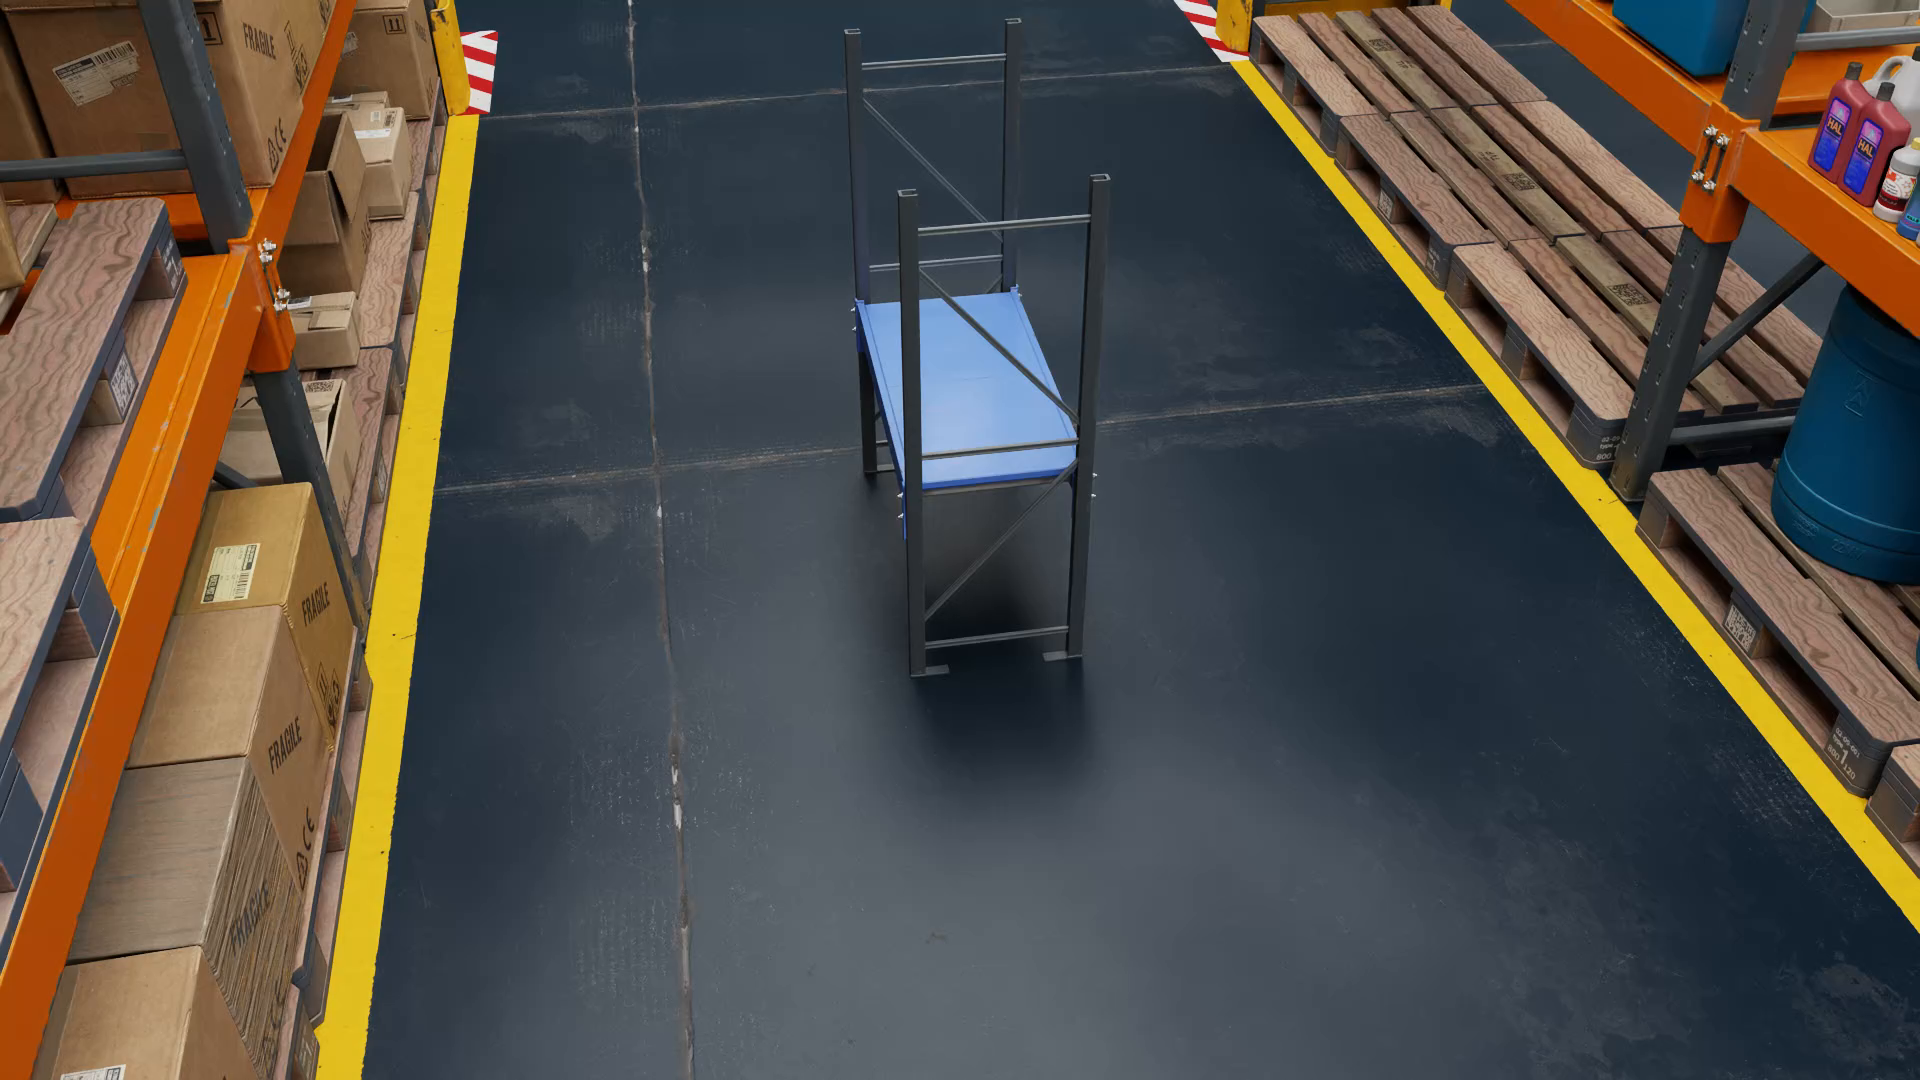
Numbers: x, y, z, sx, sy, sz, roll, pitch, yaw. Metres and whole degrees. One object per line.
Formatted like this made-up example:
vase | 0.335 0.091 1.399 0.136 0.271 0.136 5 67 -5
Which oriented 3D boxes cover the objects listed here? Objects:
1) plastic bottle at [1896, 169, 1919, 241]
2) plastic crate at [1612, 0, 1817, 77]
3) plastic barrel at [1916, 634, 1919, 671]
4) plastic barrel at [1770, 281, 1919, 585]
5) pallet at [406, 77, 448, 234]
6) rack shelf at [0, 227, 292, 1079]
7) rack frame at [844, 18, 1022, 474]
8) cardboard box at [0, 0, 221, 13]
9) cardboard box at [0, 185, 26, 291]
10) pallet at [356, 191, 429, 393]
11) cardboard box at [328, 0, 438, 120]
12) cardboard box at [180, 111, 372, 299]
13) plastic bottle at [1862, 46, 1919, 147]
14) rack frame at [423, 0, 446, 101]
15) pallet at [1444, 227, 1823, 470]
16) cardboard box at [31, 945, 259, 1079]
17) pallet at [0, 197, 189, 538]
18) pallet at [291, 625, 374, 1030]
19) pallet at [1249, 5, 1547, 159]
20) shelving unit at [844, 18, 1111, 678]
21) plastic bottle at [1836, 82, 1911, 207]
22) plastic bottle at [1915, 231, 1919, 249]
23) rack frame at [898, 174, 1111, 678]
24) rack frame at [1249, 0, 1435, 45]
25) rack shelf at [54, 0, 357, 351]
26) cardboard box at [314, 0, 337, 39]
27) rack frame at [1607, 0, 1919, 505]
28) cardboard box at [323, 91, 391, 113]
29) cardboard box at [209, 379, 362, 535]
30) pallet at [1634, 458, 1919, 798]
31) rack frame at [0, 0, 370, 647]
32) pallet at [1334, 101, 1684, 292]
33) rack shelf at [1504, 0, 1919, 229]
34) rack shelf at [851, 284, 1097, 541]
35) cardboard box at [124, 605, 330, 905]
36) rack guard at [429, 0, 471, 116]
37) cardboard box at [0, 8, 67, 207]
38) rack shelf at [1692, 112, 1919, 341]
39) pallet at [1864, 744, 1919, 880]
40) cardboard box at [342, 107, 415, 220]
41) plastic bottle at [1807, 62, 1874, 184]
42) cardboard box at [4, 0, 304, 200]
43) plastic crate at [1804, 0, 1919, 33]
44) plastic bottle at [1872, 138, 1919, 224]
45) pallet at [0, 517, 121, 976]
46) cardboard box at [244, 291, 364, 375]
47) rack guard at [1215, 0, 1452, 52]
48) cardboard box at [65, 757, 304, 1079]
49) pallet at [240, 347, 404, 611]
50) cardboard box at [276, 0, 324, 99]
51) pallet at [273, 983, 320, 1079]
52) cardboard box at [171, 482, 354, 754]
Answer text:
plastic bottle | 2.363 -0.864 4.022 0.097 0.271 0.097 0 38 0
plastic crate | 2.223 -1.652 4.896 0.392 0.384 0.575 -6 38 -8
plastic barrel | 2.843 0.032 4.132 0.600 0.901 0.708 -6 38 -8
plastic barrel | 2.719 -0.396 4.683 0.600 0.901 0.708 -6 38 -8
pallet | -2.784 -1.646 7.197 1.003 0.211 1.213 -6 38 -8
rack shelf | -1.886 0.633 2.576 1.077 0.370 4.000 -6 38 -8
rack frame | -0.074 -0.848 5.119 0.500 1.500 0.032 -6 38 -8
cardboard box | -2.043 -1.608 3.978 0.500 0.500 0.500 -5 38 -7
cardboard box | -2.374 -0.754 3.352 0.700 0.500 0.500 -19 42 -23
pallet | -2.574 -0.911 6.251 1.003 0.211 1.213 -6 38 -8
cardboard box | -2.601 -2.160 7.264 0.500 0.500 0.500 -6 38 -8
cardboard box | -2.572 -1.181 6.001 0.797 0.503 0.637 -6 38 -8
plastic bottle | 2.390 -1.098 4.259 0.144 0.351 0.185 -6 38 -8
rack frame | -2.938 -3.275 7.020 1.000 3.000 0.127 -6 38 -8
pallet | 2.473 -0.728 6.015 1.003 0.211 1.213 -6 38 -8
cardboard box | -1.611 1.131 3.028 0.500 0.500 0.500 -7 38 -9
pallet | -2.204 -0.289 3.333 1.003 0.211 1.213 -6 38 -8
pallet | -2.057 0.730 4.139 1.003 0.211 1.213 -6 38 -8
pallet | 2.045 -2.202 7.912 1.003 0.211 1.213 -6 38 -8
shelving unit | 0.015 -0.541 4.724 0.538 1.500 1.048 -6 38 -8
plastic bottle | 2.308 -0.995 4.181 0.061 0.283 0.133 -6 38 -8
plastic bottle | 2.410 -0.799 3.934 0.152 0.276 0.135 -6 38 -8
rack frame | 0.104 -0.234 4.328 0.500 1.500 0.032 -6 38 -8
rack frame | 1.939 -3.805 7.703 1.000 3.000 0.127 -6 38 -8
rack shelf | -2.588 -1.783 5.686 1.077 0.370 4.000 -6 38 -8
cardboard box | -2.237 -1.847 5.101 0.500 0.500 0.500 -6 38 -8
rack frame | 2.640 -1.389 4.593 1.000 3.000 0.127 -6 38 -8
cardboard box | -2.618 -1.773 7.039 0.380 0.166 0.250 -6 38 -8
cardboard box | -2.098 -0.248 4.957 0.500 0.311 0.500 -6 38 -8
pallet | 2.734 0.182 4.843 1.003 0.211 1.213 -6 38 -8
rack frame | -2.237 -0.859 3.911 1.000 3.000 0.127 -6 38 -8
pallet | 2.256 -1.467 6.966 1.003 0.211 1.213 -6 38 -8
rack shelf | 2.290 -2.313 6.369 1.077 0.370 4.000 -6 38 -8
rack shelf | 0.015 -0.399 4.834 0.538 0.185 1.000 -6 38 -8
cardboard box | -1.790 0.521 3.813 0.500 0.500 0.500 -6 38 -8
rack guard | -2.925 -2.242 7.728 1.175 0.500 0.348 -6 38 -8
cardboard box | -2.577 -1.173 4.233 0.500 0.500 0.500 -6 38 -7
rack shelf | 2.991 0.103 3.259 1.077 0.370 4.000 -6 38 -8
pallet | 2.952 0.921 3.893 1.003 0.211 1.213 -6 38 -8
cardboard box | -2.464 -1.484 6.598 0.500 0.250 0.500 -6 38 -8
plastic bottle | 2.284 -1.076 4.285 0.061 0.283 0.133 -6 38 -8
cardboard box | -2.058 -1.235 4.314 0.500 0.500 0.500 -5 38 -7
plastic crate | 2.699 -1.605 5.037 0.396 0.136 0.243 -6 38 -8
plastic bottle | 2.346 -0.895 4.119 0.097 0.201 0.097 0 38 0
pallet | -1.881 0.459 2.371 1.003 0.211 1.213 -6 38 -8
cardboard box | -2.259 -0.712 5.672 0.380 0.166 0.250 -6 38 -8
rack guard | 1.922 -2.831 8.487 1.175 0.500 0.348 -6 38 -8
cardboard box | -1.703 0.824 3.423 0.500 0.500 0.500 -6 38 -7
pallet | -2.357 -0.172 5.300 1.003 0.211 1.213 -6 38 -8
cardboard box | -2.151 -1.544 4.711 0.500 0.500 0.500 -6 38 -7
pallet | -1.840 1.468 3.188 1.003 0.211 1.213 -6 38 -8
cardboard box | -1.868 0.222 4.198 0.500 0.500 0.500 -6 38 -8
